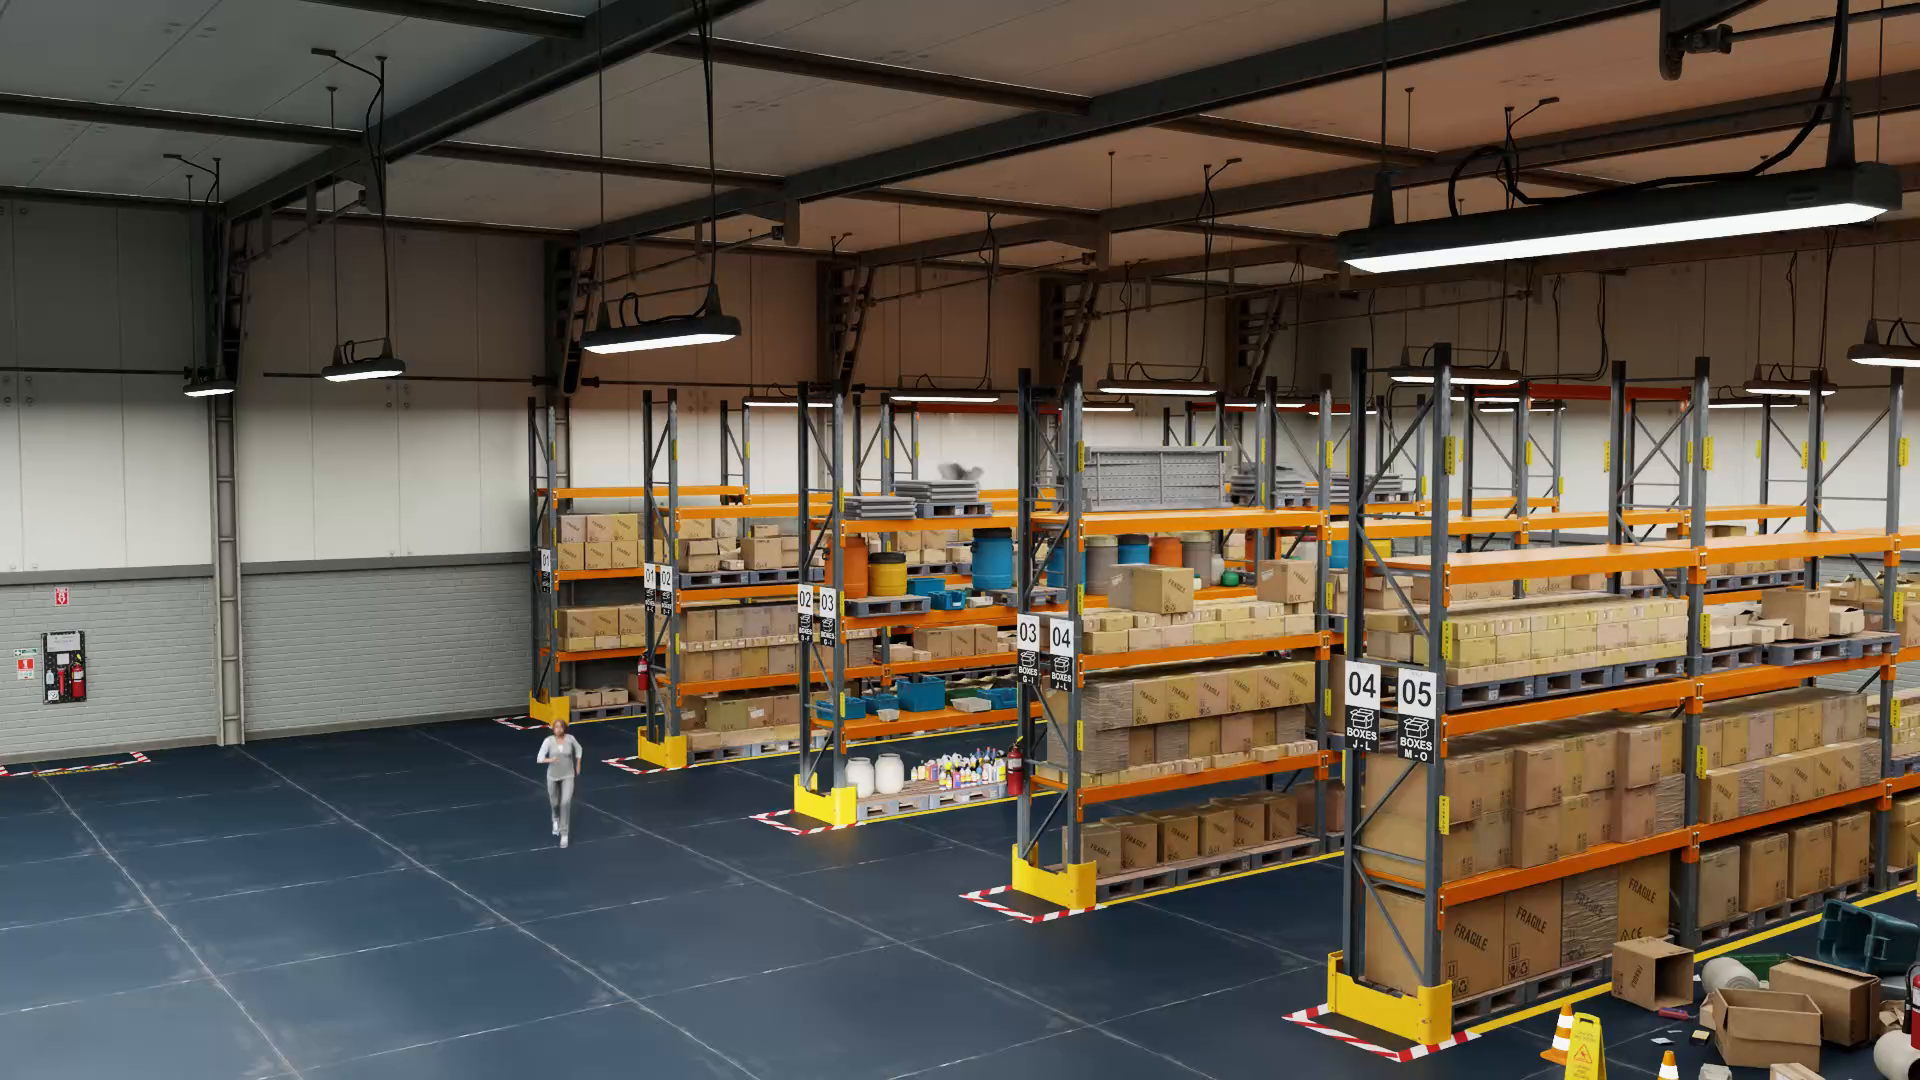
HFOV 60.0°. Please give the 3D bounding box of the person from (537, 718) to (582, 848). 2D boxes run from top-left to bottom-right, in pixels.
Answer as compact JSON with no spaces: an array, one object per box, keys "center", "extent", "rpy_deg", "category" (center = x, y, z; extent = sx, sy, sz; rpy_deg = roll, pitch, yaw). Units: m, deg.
[{"center":[-5.146,3.078,21.385],"extent":[0.558,1.610,0.828],"rpy_deg":[-1,3,-13],"category":"person"}]
